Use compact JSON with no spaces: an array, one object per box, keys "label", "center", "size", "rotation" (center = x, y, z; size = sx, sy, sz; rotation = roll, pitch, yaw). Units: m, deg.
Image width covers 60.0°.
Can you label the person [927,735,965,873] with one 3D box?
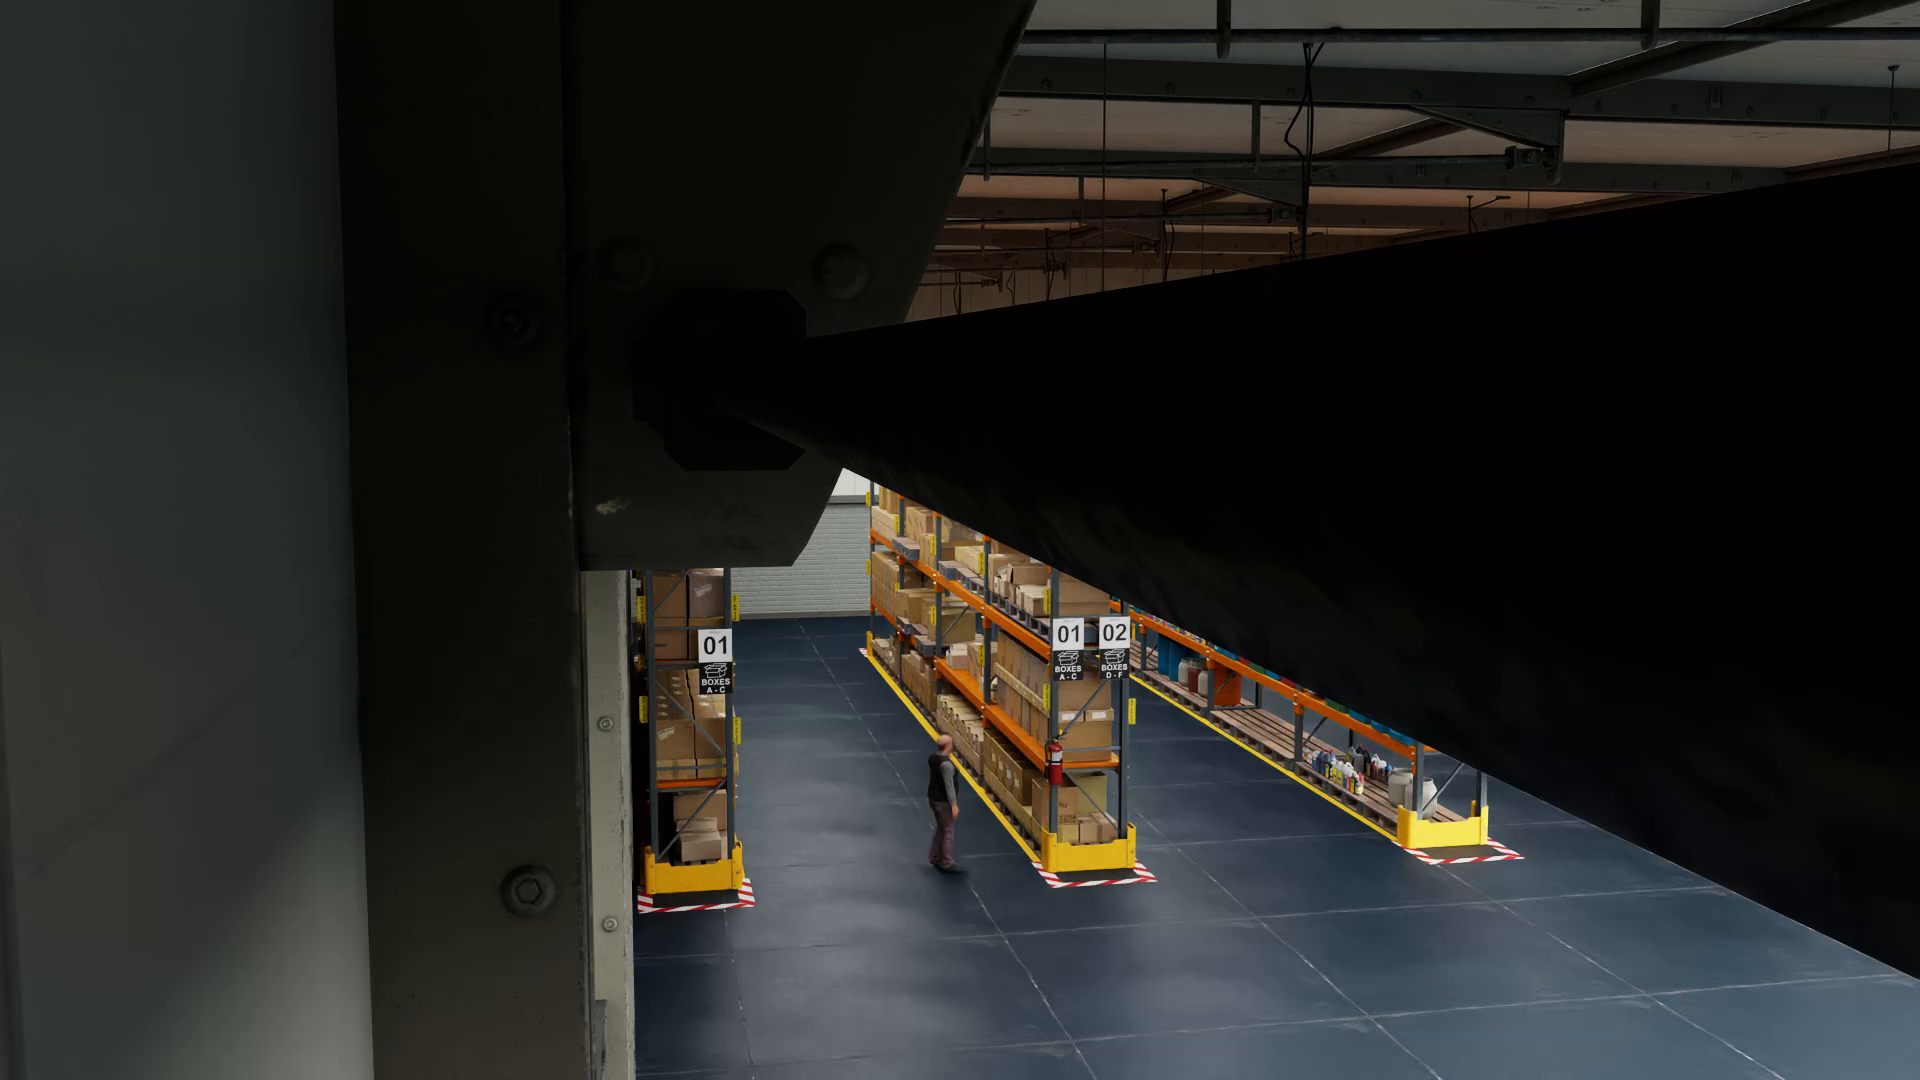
[{"label":"person","center":[-0.187,3.337,20.917],"size":[0.396,1.805,0.620],"rotation":[-2,6,-22]}]
